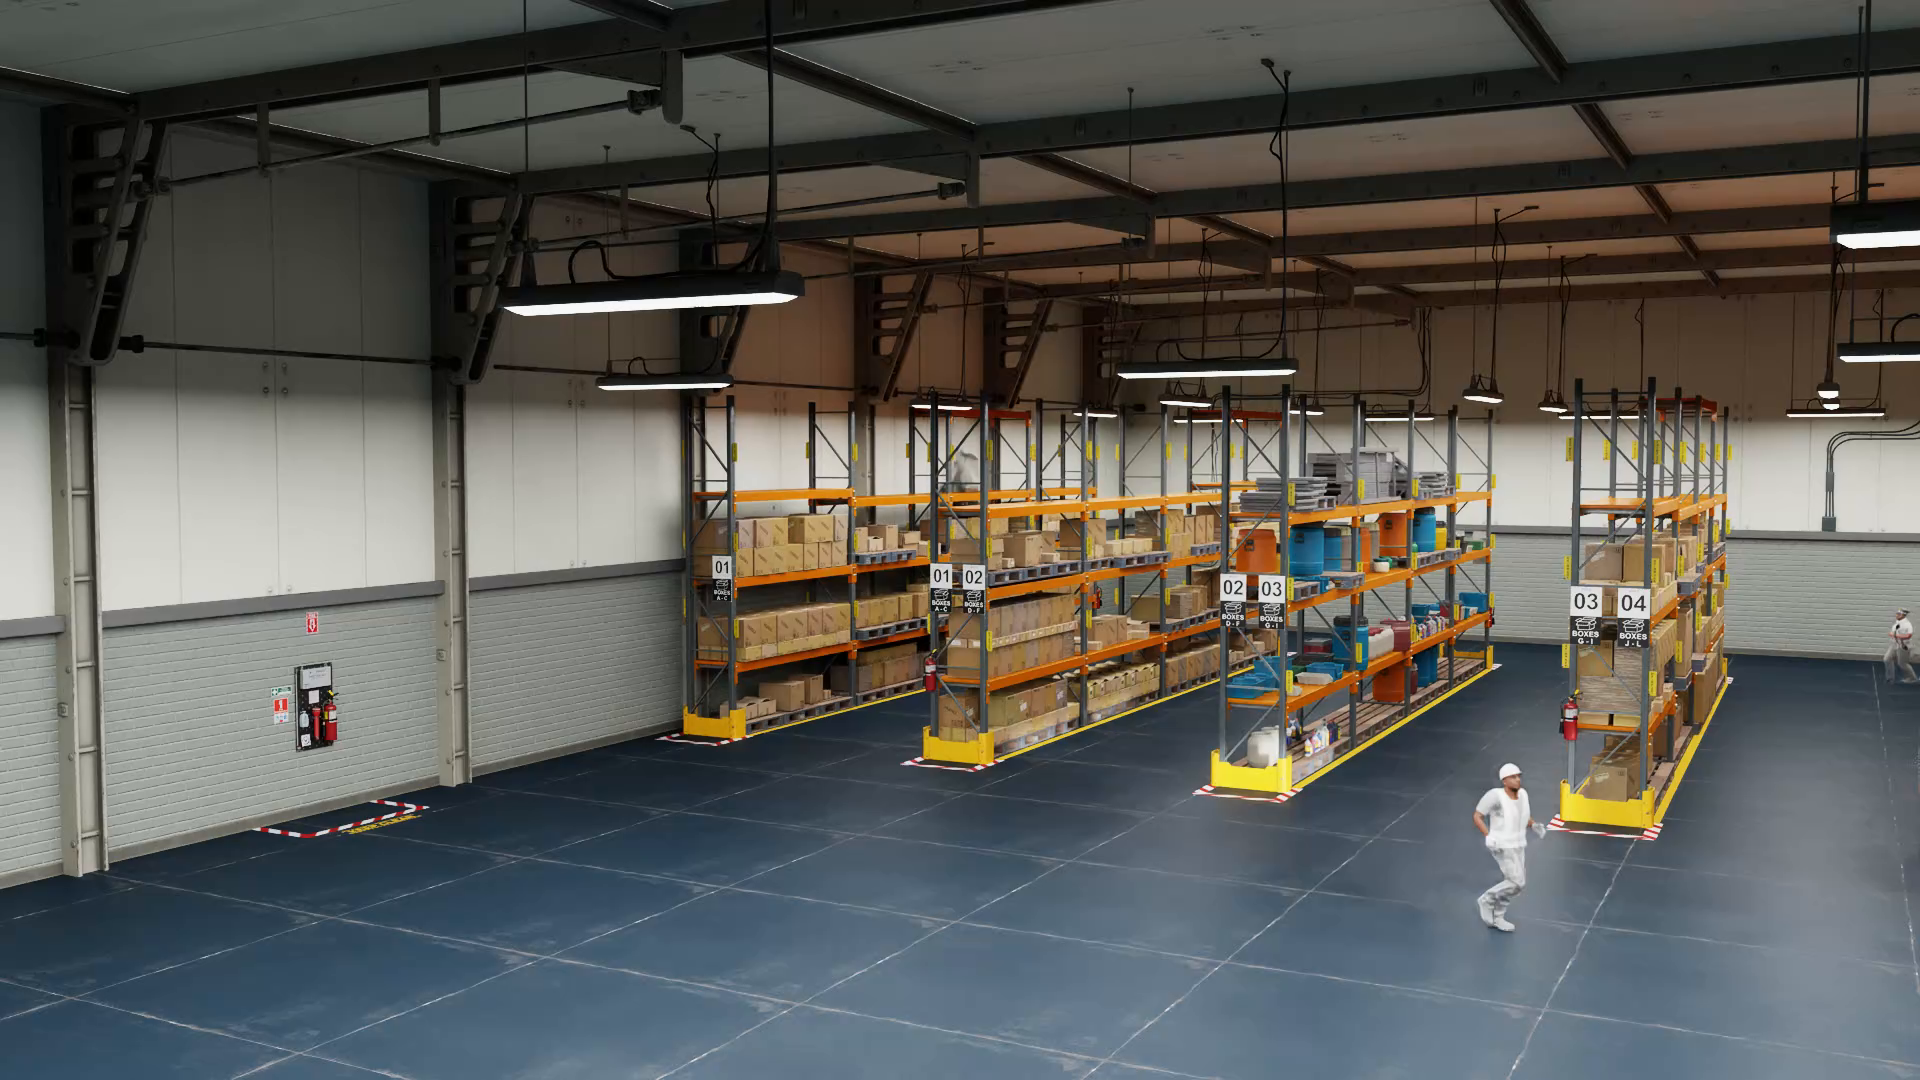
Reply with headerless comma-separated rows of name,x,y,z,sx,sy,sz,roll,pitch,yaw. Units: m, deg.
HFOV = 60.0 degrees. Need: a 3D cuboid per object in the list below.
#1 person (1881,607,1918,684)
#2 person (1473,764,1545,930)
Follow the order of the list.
person,20.219,2.312,35.621,0.720,1.789,0.823,0,3,7
person,5.777,3.210,17.379,0.663,1.746,0.602,-2,4,-34
